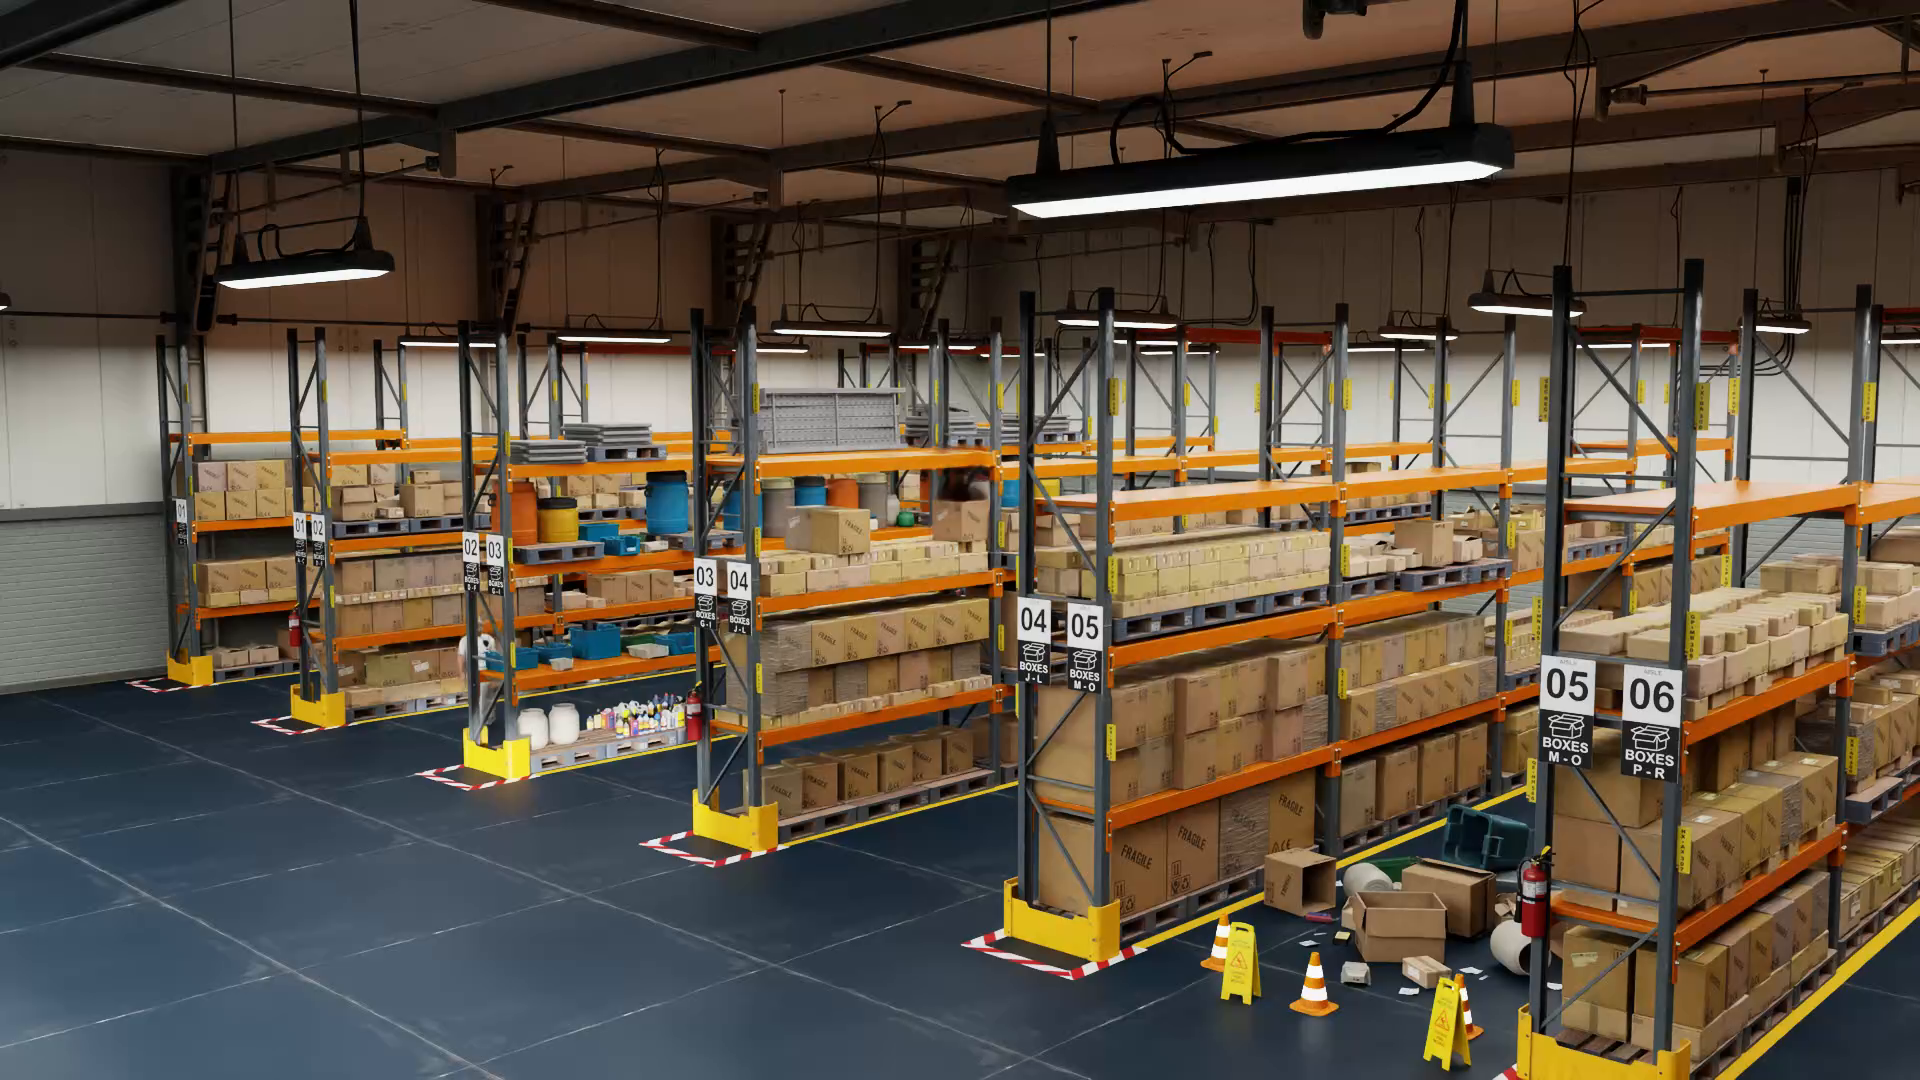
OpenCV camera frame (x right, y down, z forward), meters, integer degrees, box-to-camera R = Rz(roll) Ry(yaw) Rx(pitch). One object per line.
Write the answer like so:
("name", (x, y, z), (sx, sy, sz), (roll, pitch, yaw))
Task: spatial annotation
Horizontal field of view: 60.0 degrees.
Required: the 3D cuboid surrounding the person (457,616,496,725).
("person", (-7.163, 1.987, 24.666), (0.523, 1.724, 1.019), (2, 6, 17))
